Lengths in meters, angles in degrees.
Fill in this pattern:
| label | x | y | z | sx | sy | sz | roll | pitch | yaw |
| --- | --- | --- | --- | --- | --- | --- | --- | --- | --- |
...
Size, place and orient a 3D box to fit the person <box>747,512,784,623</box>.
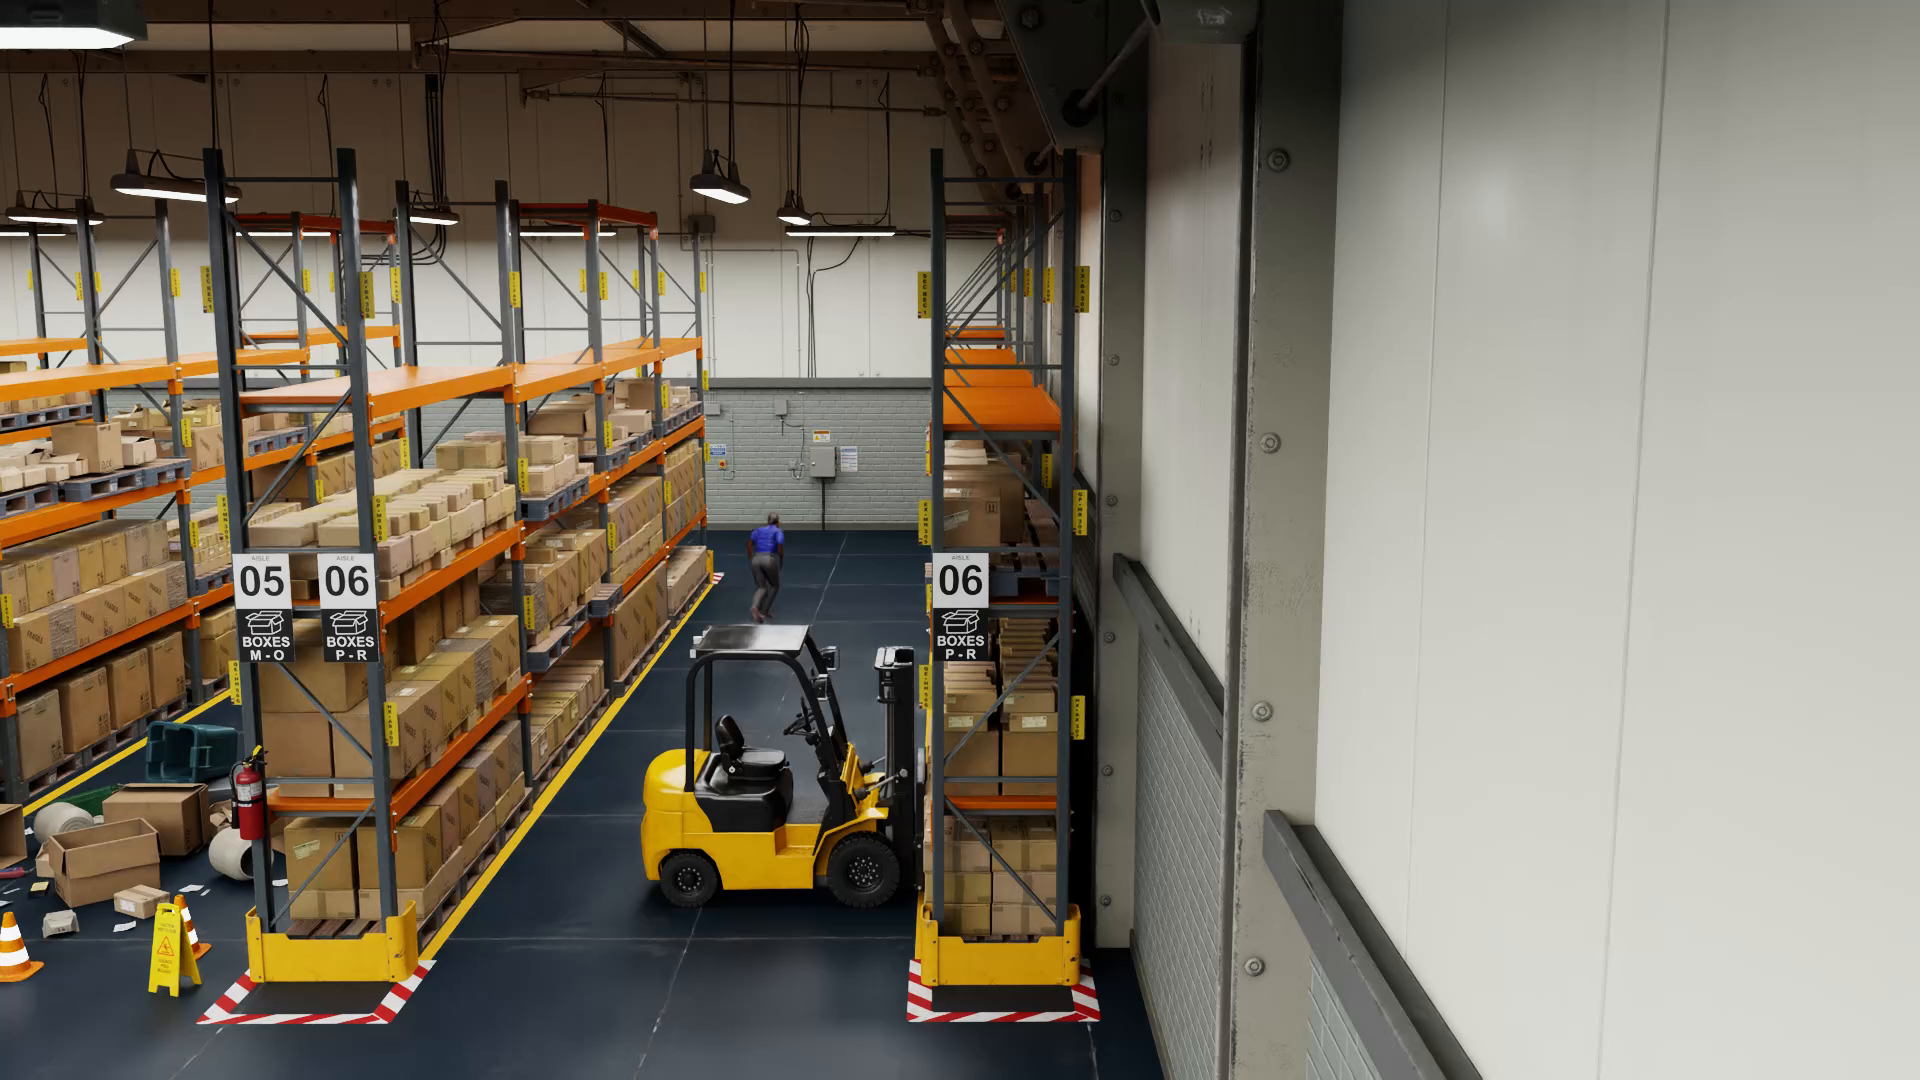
| label | x | y | z | sx | sy | sz | roll | pitch | yaw |
| --- | --- | --- | --- | --- | --- | --- | --- | --- | --- |
| person | -2.798 | 0.387 | 23.654 | 0.572 | 1.498 | 0.875 | 3 | 10 | 18 |
